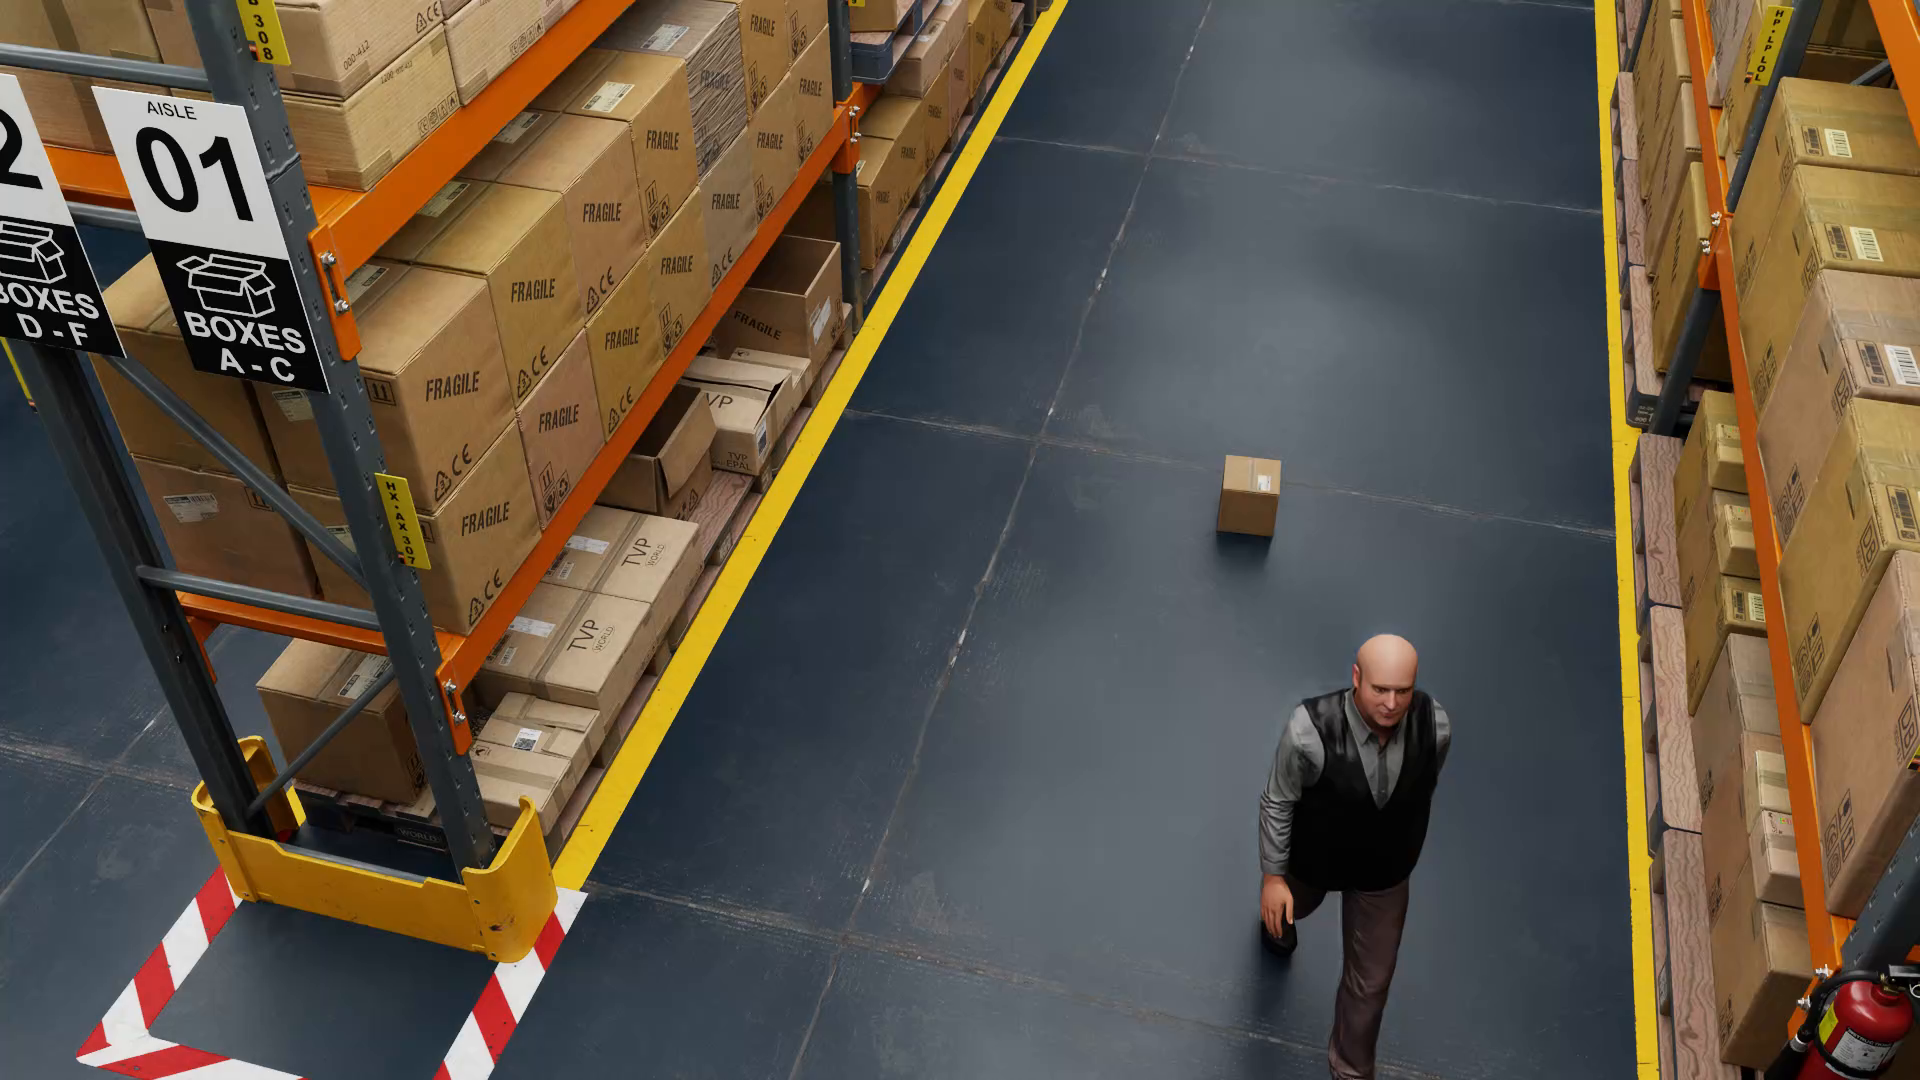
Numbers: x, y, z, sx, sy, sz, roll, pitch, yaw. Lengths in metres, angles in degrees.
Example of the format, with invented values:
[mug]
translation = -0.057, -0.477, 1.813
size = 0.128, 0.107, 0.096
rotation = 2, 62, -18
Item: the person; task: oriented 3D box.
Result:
[person]
translation = 1.162, 0.978, 5.046
size = 0.560, 1.675, 1.024
rotation = 0, 41, 0
